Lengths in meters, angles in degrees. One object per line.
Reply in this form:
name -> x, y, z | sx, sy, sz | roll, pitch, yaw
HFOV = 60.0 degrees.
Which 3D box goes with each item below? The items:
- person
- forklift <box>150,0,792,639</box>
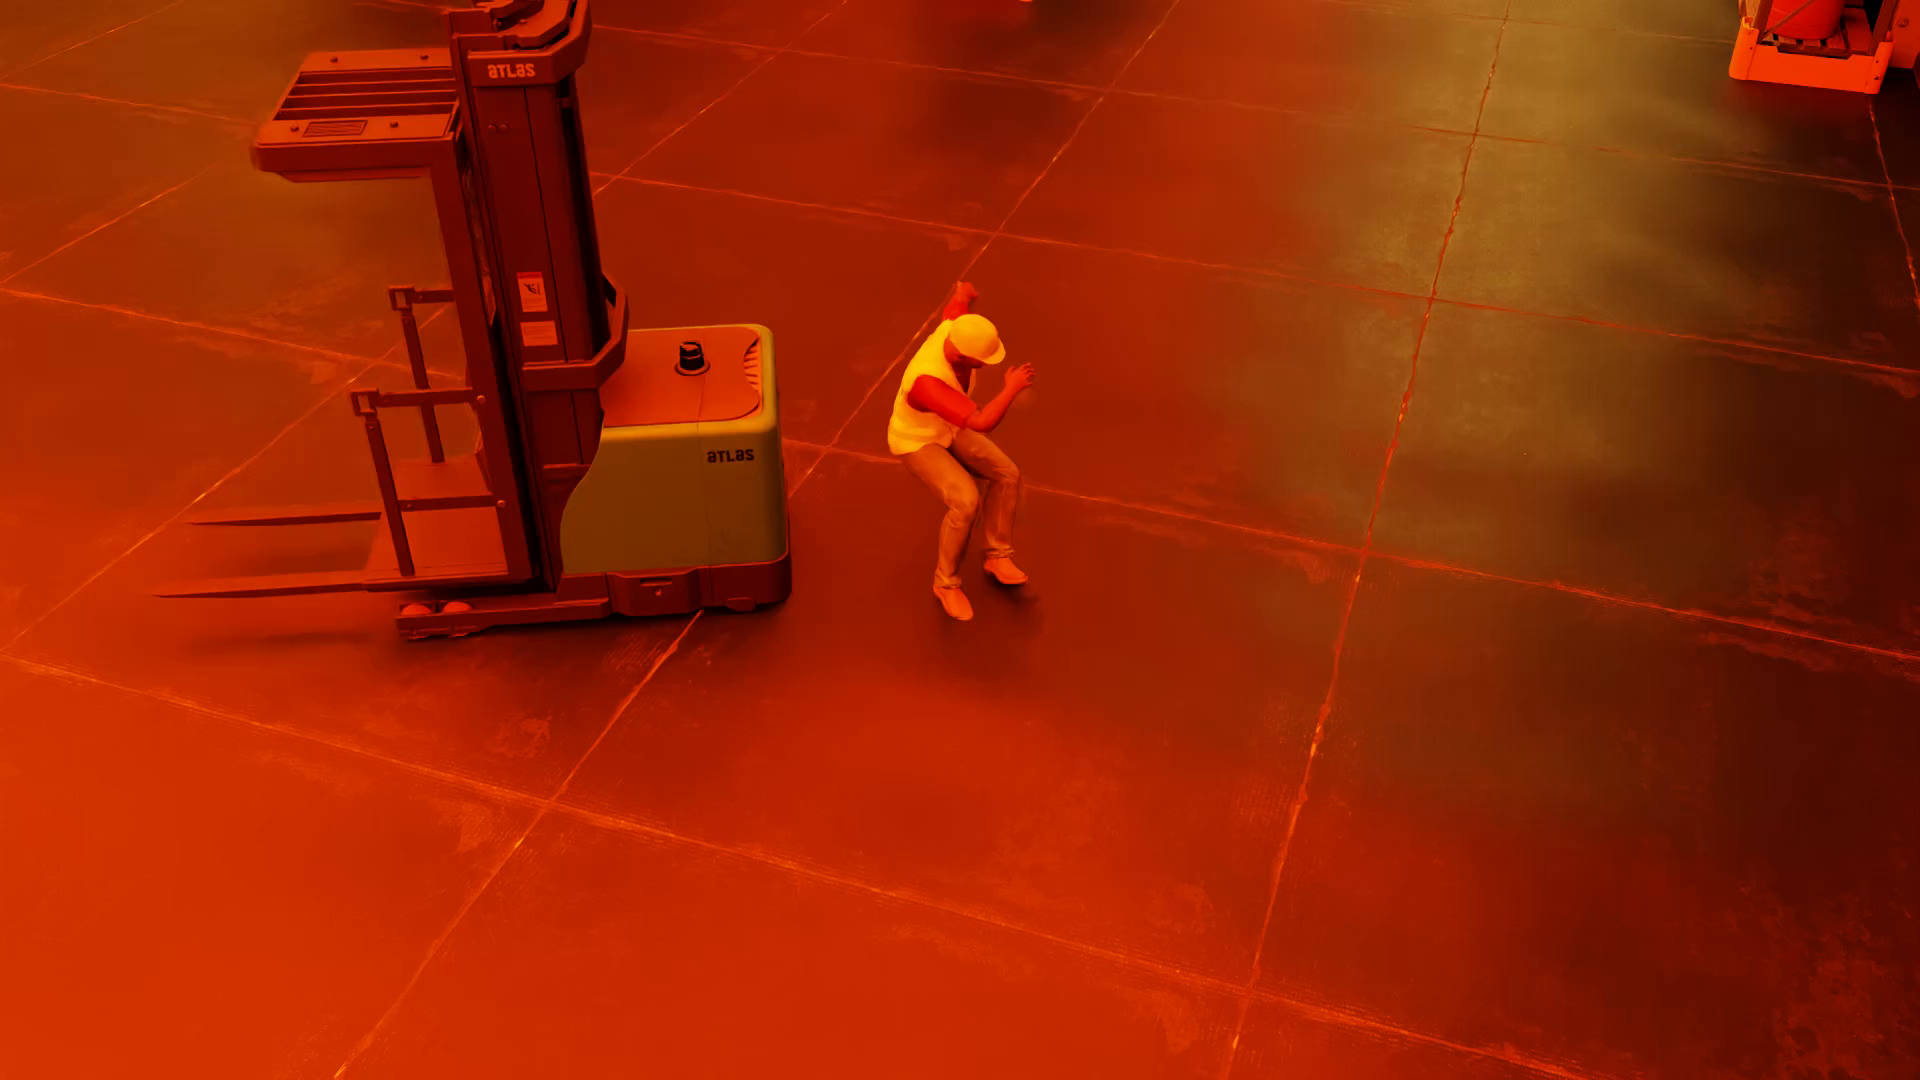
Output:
person -> 0.094, -0.577, 8.263 | 0.849, 1.438, 1.335 | 16, 38, 21
forklift -> -2.379, -1.043, 7.582 | 3.031, 2.935, 1.130 | -4, 36, -5
